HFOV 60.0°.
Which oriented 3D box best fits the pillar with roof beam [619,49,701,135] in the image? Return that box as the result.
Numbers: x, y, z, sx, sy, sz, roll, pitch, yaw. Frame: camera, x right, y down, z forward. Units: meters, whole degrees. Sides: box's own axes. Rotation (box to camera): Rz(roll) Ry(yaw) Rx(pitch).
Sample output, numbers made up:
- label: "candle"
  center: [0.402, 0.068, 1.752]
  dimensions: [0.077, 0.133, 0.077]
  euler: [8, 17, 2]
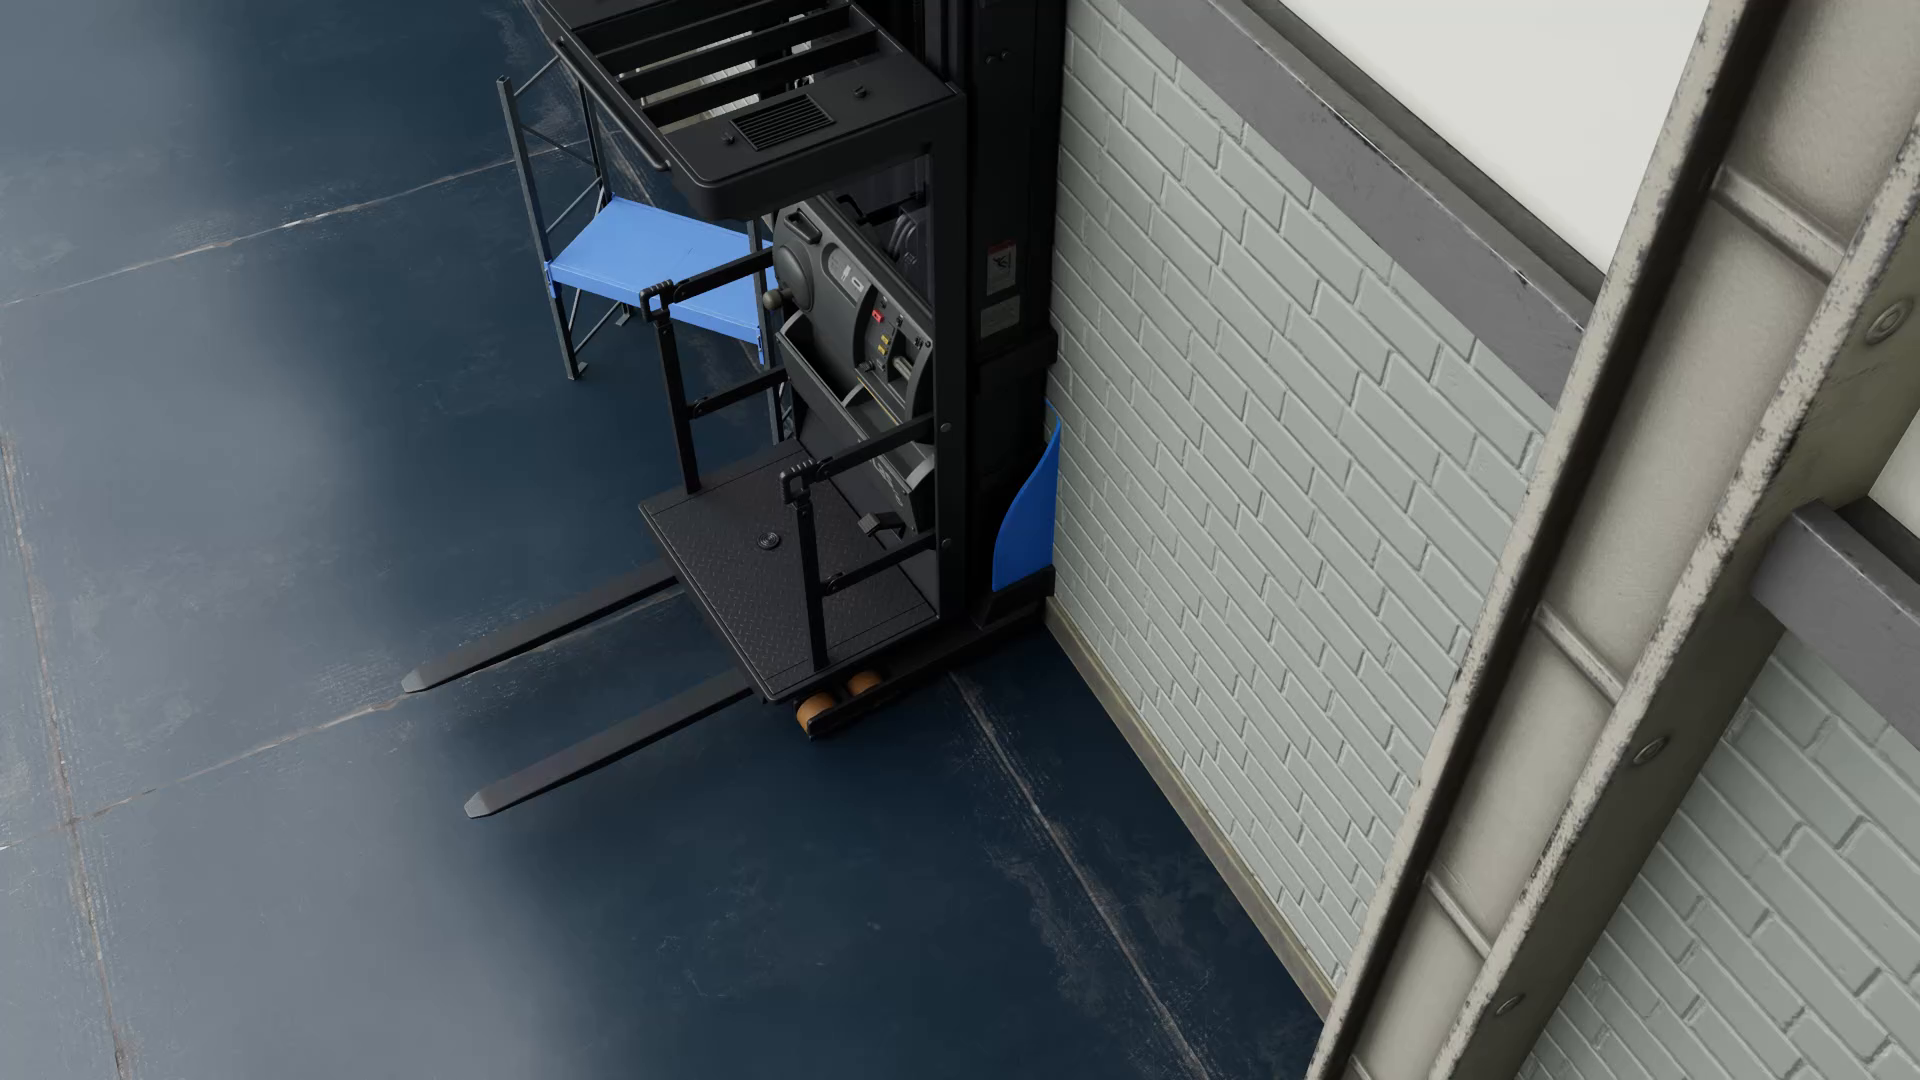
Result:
- label: "pillar with roof beam"
  center: [-5.337, -3.652, 3.858]
  dimensions: [9.100, 9.000, 0.400]
  euler: [-21, 52, -18]

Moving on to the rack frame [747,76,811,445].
- label: "rack frame"
  center: [-0.666, -1.050, 6.564]
  dimensions: [0.032, 1.500, 0.500]
  euler: [19, 51, 16]

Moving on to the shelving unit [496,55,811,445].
- label: "shelving unit"
  center: [-1.130, -1.207, 6.702]
  dimensions: [1.048, 1.500, 0.538]
  euler: [19, 51, 16]

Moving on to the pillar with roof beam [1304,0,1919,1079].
- label: "pillar with roof beam"
  center: [-2.591, 0.364, 0.346]
  dimensions: [9.100, 9.000, 0.400]
  euler: [-21, 52, -18]

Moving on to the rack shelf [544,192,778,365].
- label: "rack shelf"
  center: [-1.130, -1.088, 6.837]
  dimensions: [1.000, 0.185, 0.538]
  euler: [19, 51, 16]

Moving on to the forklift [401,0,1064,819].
- label: "forklift"
  center: [-0.531, -0.712, 5.318]
  dimensions: [3.031, 2.935, 1.130]
  euler: [-25, 54, -21]

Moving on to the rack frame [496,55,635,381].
- label: "rack frame"
  center: [-1.593, -1.364, 6.839]
  dimensions: [0.032, 1.500, 0.500]
  euler: [19, 51, 16]
